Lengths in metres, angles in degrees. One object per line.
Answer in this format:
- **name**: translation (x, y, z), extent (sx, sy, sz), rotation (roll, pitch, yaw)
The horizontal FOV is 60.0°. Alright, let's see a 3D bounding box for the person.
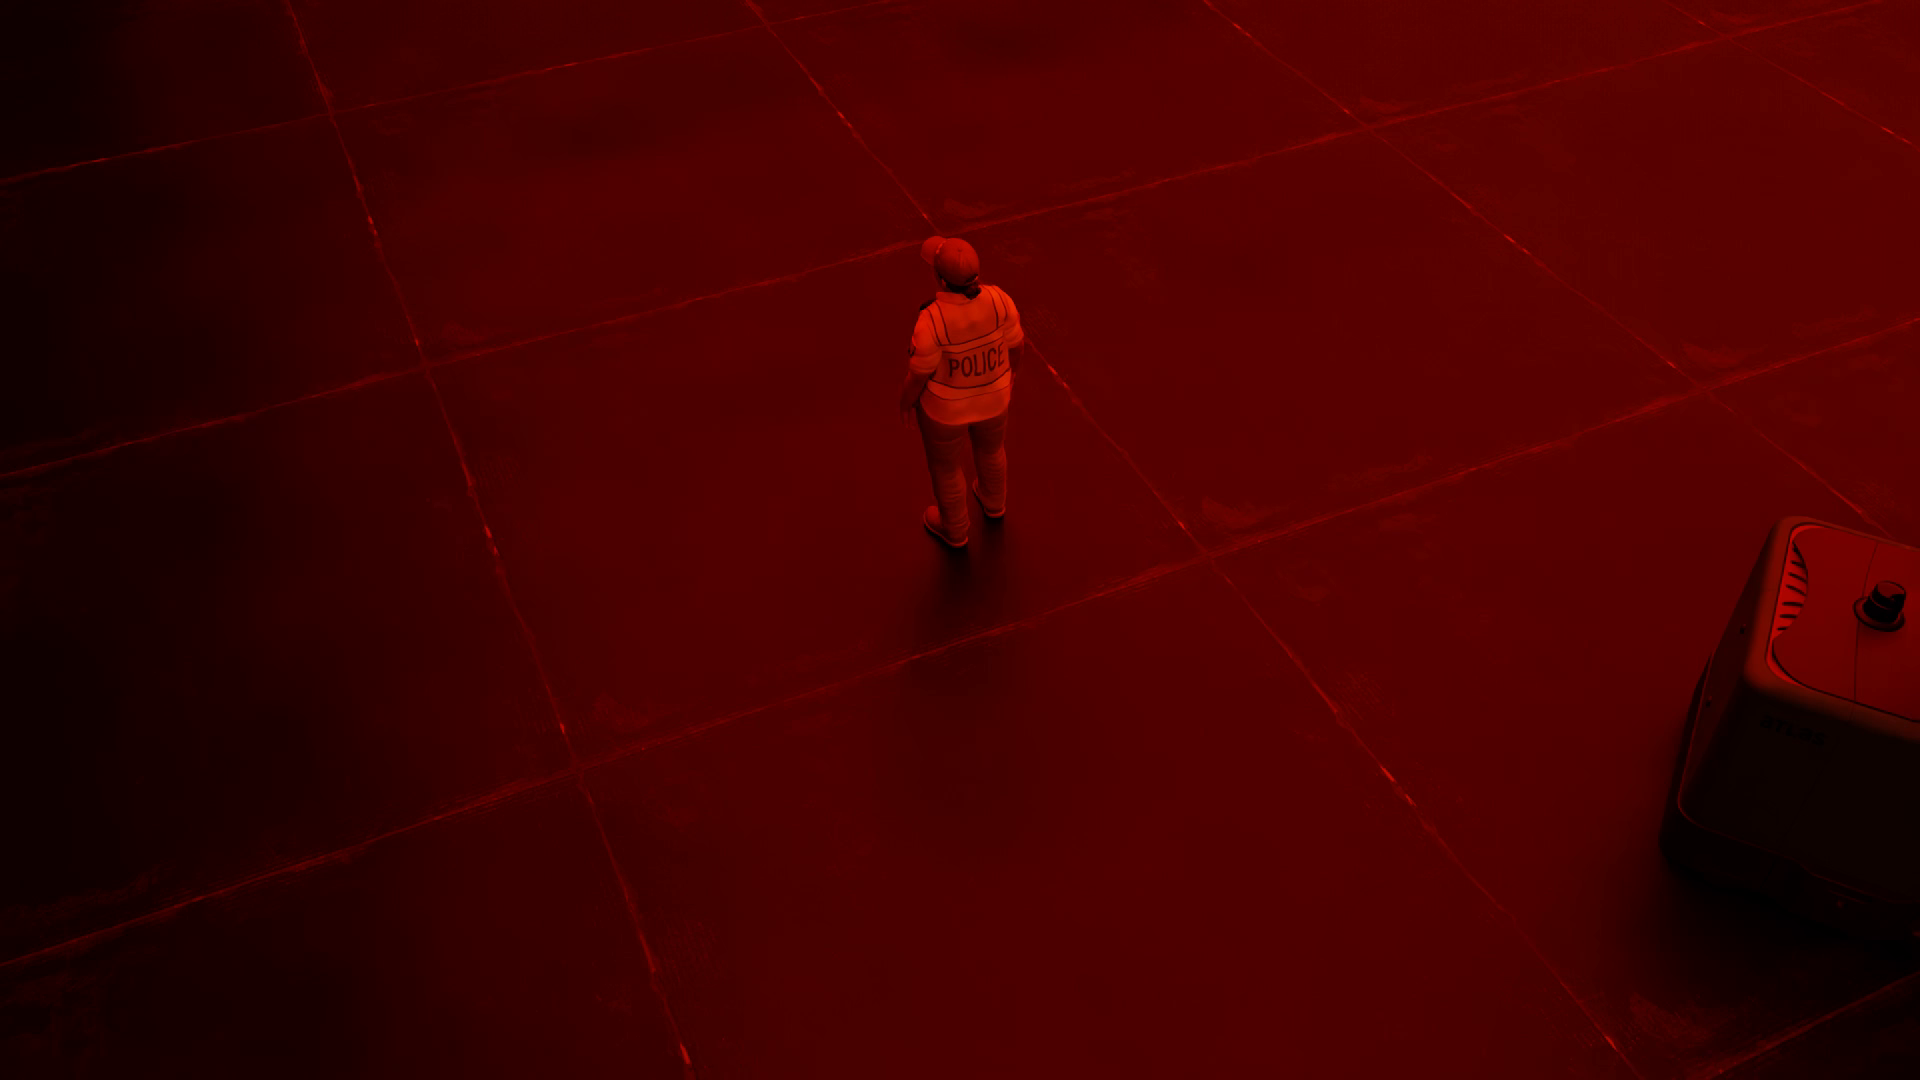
- **person**: translation (-0.011, -0.668, 7.313), extent (0.598, 1.670, 0.529), rotation (-18, 46, -18)

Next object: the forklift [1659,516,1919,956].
- **forklift**: translation (4.270, 0.343, 5.312), extent (3.031, 2.935, 1.130), rotation (19, 46, 19)
